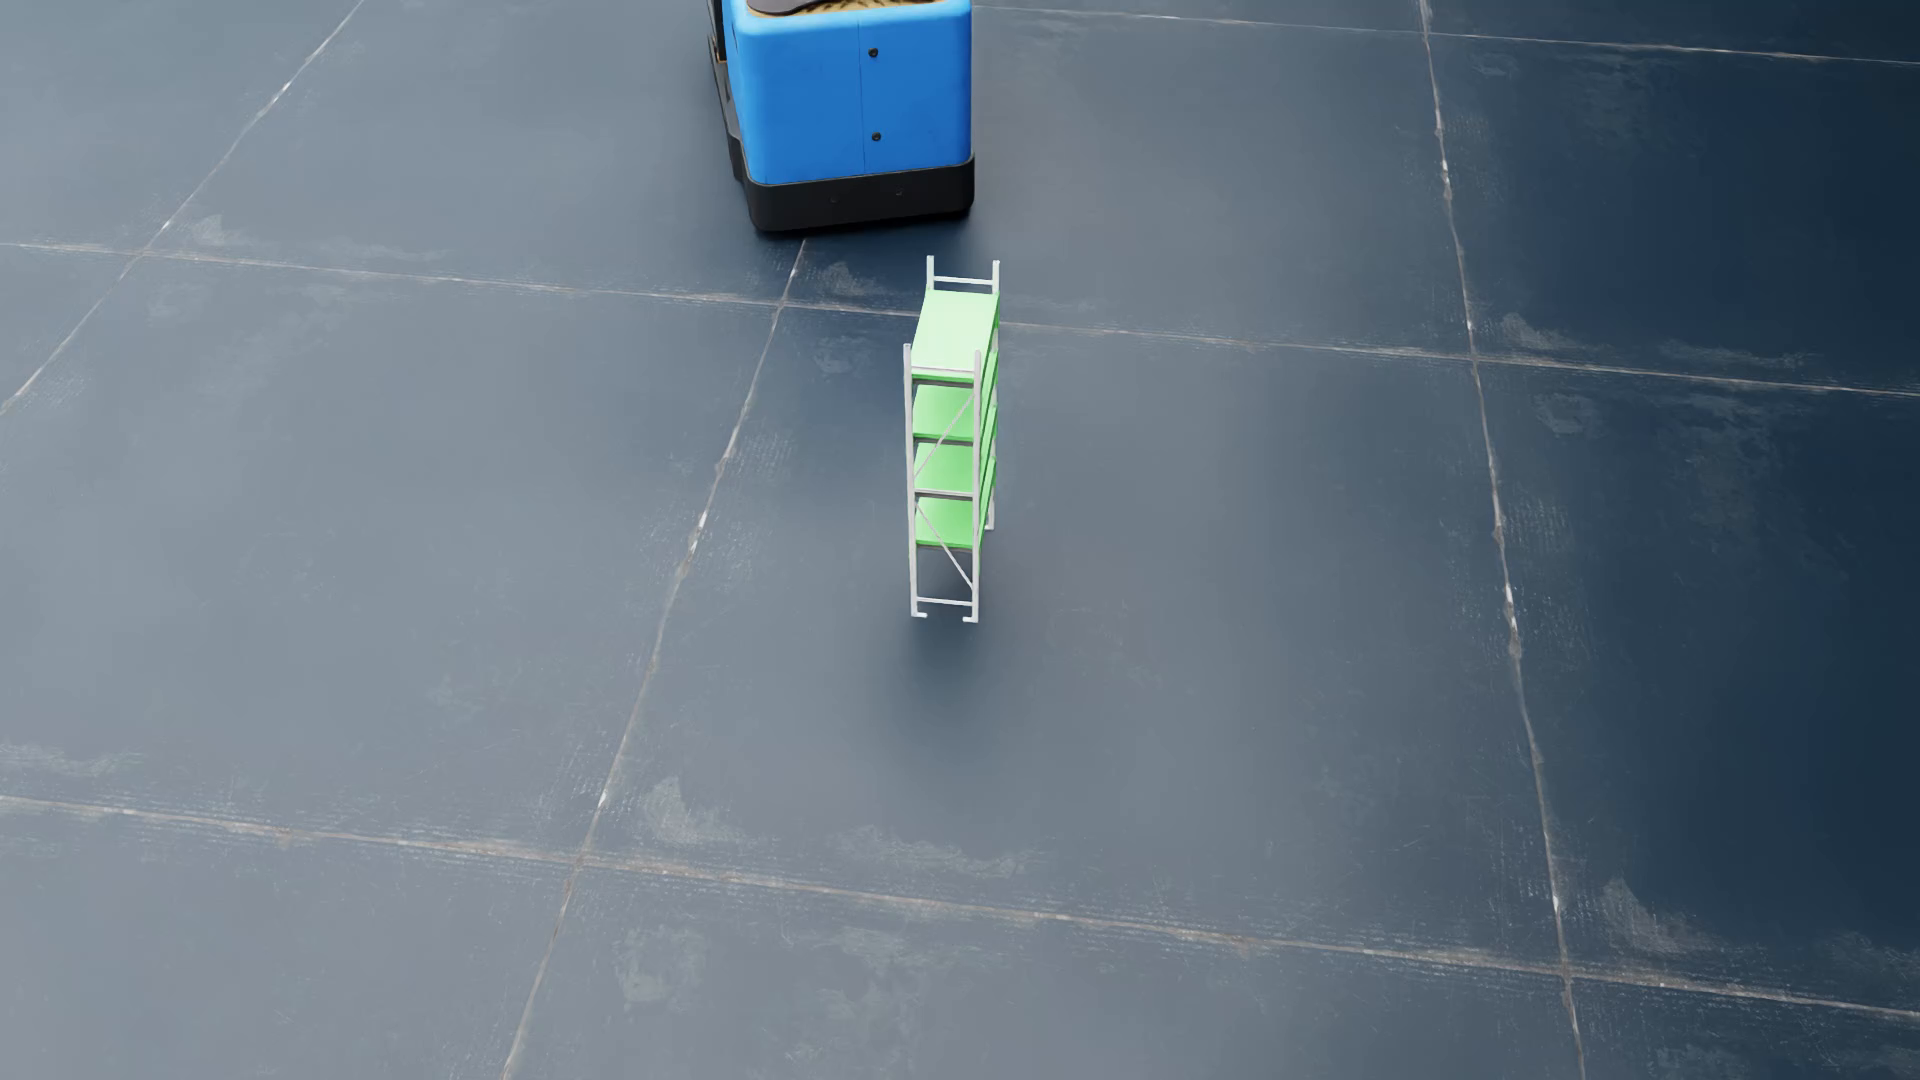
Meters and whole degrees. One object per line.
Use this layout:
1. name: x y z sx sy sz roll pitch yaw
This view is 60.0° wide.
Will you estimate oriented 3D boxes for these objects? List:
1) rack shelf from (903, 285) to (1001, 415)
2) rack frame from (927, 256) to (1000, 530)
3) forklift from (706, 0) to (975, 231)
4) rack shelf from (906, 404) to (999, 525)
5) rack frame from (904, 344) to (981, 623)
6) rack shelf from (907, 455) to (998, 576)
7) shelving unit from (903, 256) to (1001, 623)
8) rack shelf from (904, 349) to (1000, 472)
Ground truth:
1. rack shelf: -0.022 -0.625 5.432 0.258 0.148 0.480 5 44 6
2. rack frame: 0.010 -0.489 5.894 0.240 1.200 0.015 5 44 6
3. forklift: -0.734 -3.509 7.824 1.130 2.935 3.031 -8 44 -8
4. rack shelf: -0.022 -0.276 5.762 0.258 0.148 0.480 5 44 6
5. rack frame: -0.054 -0.157 5.543 0.240 1.200 0.015 5 44 6
6. rack shelf: -0.022 -0.102 5.927 0.258 0.148 0.480 5 44 6
7. shelving unit: -0.022 -0.323 5.718 0.258 1.200 0.503 5 44 6
8. rack shelf: -0.022 -0.451 5.597 0.258 0.148 0.480 5 44 6
